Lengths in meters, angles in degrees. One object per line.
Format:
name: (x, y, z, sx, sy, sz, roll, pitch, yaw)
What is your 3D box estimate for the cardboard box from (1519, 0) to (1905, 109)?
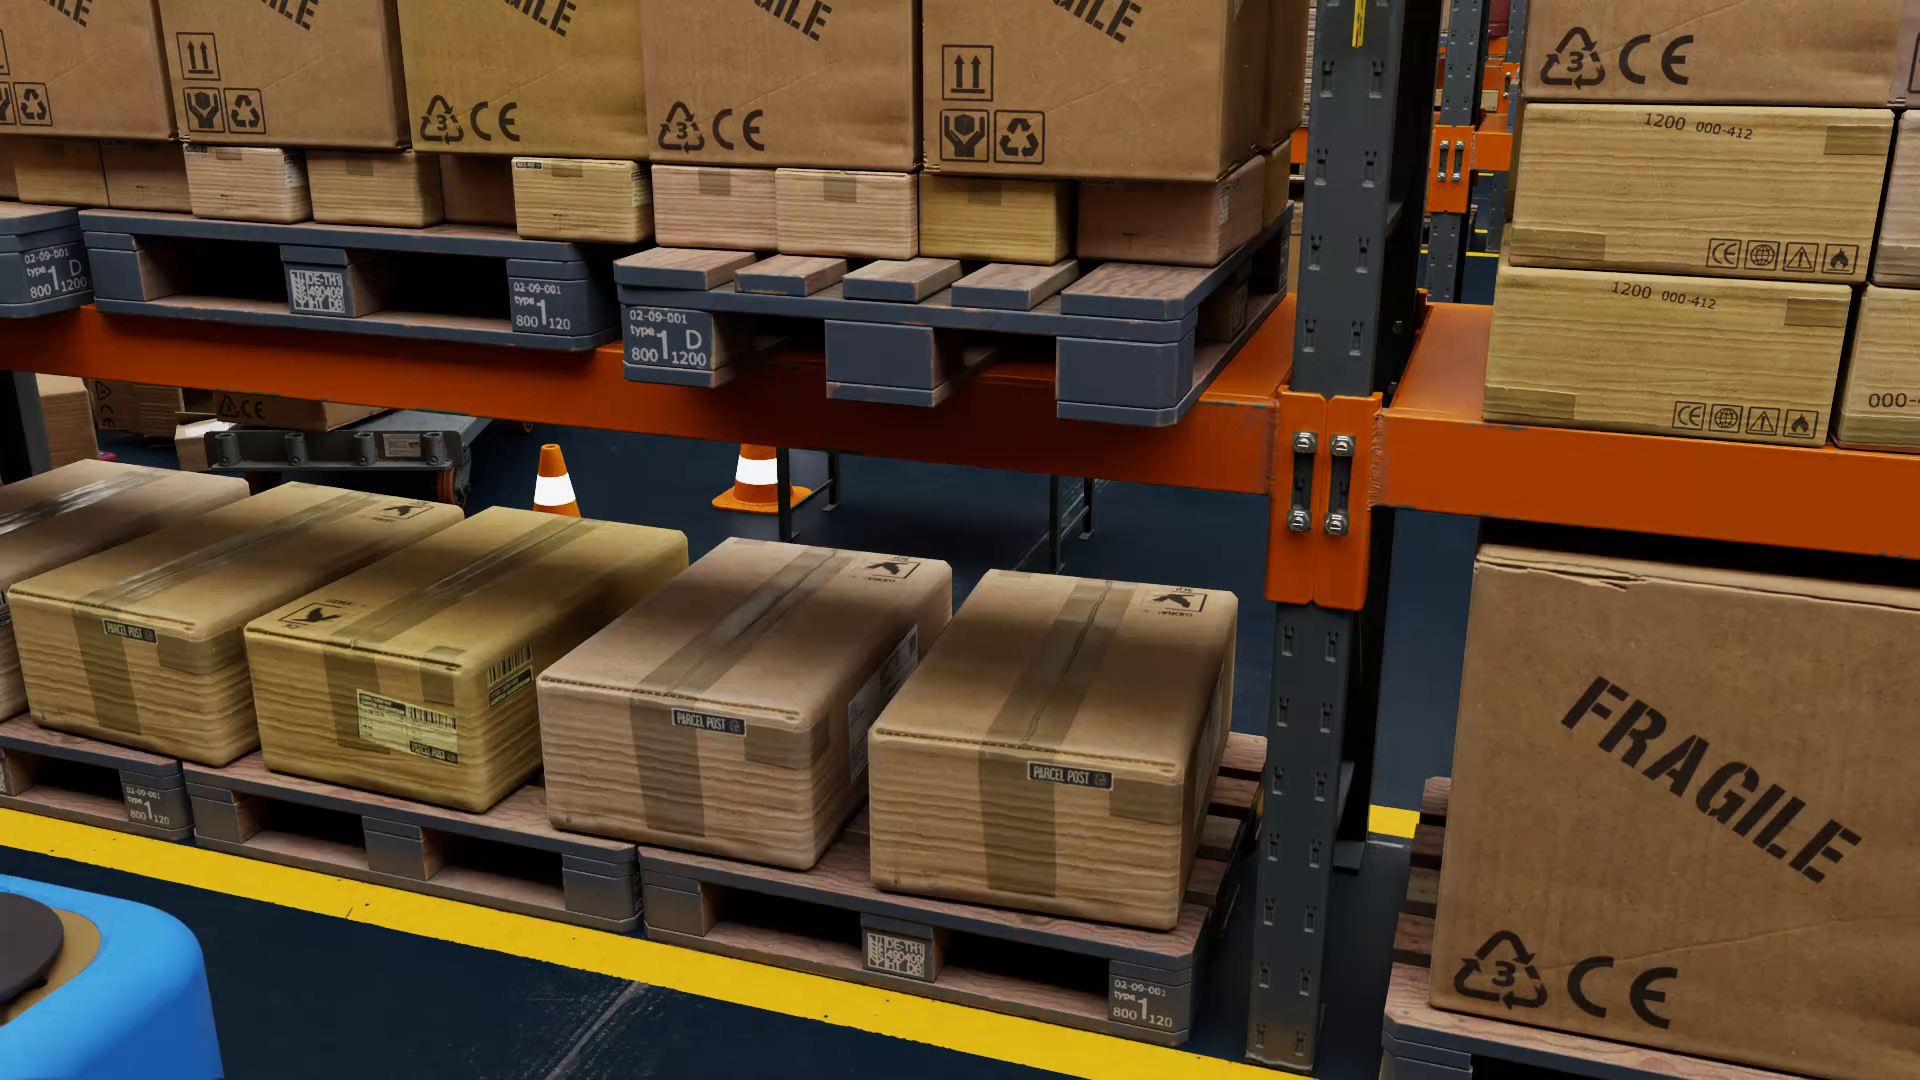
cardboard box: (1.156, -0.950, 2.575, 0.500, 0.500, 0.500, 6, 20, 16)

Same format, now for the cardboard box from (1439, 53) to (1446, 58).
cardboard box: (7.754, -7.443, 26.000, 0.500, 0.500, 0.700, 6, 20, 18)

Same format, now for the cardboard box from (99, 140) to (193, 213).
cardboard box: (-1.601, -0.810, 3.585, 0.250, 0.149, 0.380, 7, 20, 18)

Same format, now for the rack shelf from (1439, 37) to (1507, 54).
rack shelf: (3.759, -5.058, 17.122, 4.000, 0.370, 1.077, 7, 20, 18)

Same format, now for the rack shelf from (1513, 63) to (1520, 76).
rack shelf: (5.912, -3.086, 11.465, 4.000, 0.370, 1.077, 7, 20, 18)

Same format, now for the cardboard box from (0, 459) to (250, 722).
cardboard box: (-2.512, 0.106, 4.569, 0.625, 0.372, 0.950, 7, 20, 19)

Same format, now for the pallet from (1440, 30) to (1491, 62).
pallet: (3.315, -3.595, 12.124, 1.003, 0.211, 1.213, 7, 20, 18)

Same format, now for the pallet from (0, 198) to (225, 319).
pallet: (-2.334, -0.774, 4.031, 1.213, 0.211, 1.003, 7, 20, 18)

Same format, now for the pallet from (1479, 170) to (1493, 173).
pallet: (4.929, -3.961, 17.118, 1.213, 0.211, 1.003, 7, 20, 18)

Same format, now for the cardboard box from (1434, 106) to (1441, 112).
cardboard box: (3.380, -3.086, 12.363, 0.500, 0.250, 0.500, 7, 21, 20)

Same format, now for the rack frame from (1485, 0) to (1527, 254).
rack frame: (4.023, -3.642, 11.966, 0.127, 3.000, 1.000, 7, 20, 18)

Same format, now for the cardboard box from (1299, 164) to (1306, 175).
cardboard box: (2.855, -2.791, 12.656, 0.500, 0.500, 0.700, 5, 20, 14)

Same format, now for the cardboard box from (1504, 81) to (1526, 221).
cardboard box: (1.312, -0.752, 3.146, 0.500, 0.250, 0.500, 6, 20, 18)

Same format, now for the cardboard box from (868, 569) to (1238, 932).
cardboard box: (0.240, 0.418, 3.674, 0.625, 0.372, 0.950, 5, 20, 14)

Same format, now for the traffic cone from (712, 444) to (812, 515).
traffic cone: (-0.775, -0.376, 6.450, 0.334, 0.463, 0.336, 7, 20, 18)

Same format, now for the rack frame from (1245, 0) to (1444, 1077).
rack frame: (0.771, -0.560, 3.127, 0.127, 3.000, 1.000, 7, 20, 18)

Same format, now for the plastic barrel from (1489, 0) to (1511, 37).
plastic barrel: (5.110, -5.202, 16.235, 0.708, 0.536, 0.600, 7, 20, 18)

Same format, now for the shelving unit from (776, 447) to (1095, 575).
shelving unit: (-0.081, -0.717, 5.856, 1.048, 1.500, 0.538, 7, 20, 18)

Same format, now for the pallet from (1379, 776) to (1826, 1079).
pallet: (1.491, 0.865, 3.274, 1.213, 0.211, 1.003, 7, 20, 18)

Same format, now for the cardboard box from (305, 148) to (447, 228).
cardboard box: (-1.106, -0.745, 3.400, 0.250, 0.149, 0.380, 6, 20, 16)

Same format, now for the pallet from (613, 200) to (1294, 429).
pallet: (0.062, -0.514, 3.284, 1.003, 0.211, 1.213, 7, 20, 18)

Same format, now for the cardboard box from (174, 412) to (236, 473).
cardboard box: (-3.073, -0.457, 6.983, 0.396, 0.266, 0.258, -7, 20, -20)

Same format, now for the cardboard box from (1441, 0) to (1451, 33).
cardboard box: (3.500, -3.933, 12.012, 0.500, 0.500, 0.500, 4, 20, 11)

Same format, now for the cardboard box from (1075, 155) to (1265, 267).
cardboard box: (0.384, -0.602, 2.991, 0.250, 0.149, 0.380, 7, 21, 20)

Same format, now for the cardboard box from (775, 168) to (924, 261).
cardboard box: (-0.146, -0.622, 3.047, 0.250, 0.149, 0.380, 6, 20, 18)

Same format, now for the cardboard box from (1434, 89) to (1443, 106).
cardboard box: (6.212, -5.657, 21.287, 0.500, 0.250, 0.500, 6, 20, 17)

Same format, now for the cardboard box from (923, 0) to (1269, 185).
cardboard box: (0.250, -0.909, 2.885, 0.500, 0.500, 0.500, 6, 20, 16)

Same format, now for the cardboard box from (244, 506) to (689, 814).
cardboard box: (-1.174, 0.257, 4.136, 0.625, 0.372, 0.950, 7, 20, 20)

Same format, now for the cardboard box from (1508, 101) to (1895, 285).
cardboard box: (1.168, -0.594, 2.692, 0.500, 0.250, 0.500, 6, 20, 18)

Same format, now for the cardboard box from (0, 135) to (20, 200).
cardboard box: (-2.064, -0.878, 3.781, 0.250, 0.149, 0.380, 8, 21, 22)

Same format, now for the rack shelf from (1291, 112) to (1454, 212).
rack shelf: (0.410, -1.987, 8.312, 4.000, 0.370, 1.077, 7, 20, 18)

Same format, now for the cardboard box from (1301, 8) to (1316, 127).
cardboard box: (1.786, -2.123, 7.457, 0.500, 0.500, 0.500, 7, 20, 18)

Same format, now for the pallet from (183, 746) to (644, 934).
pallet: (-1.116, 0.539, 4.209, 1.213, 0.211, 1.003, 7, 20, 18)

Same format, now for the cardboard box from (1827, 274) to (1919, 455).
cardboard box: (1.641, -0.309, 2.632, 0.500, 0.250, 0.500, 6, 20, 16)

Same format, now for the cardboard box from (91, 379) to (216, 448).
cardboard box: (-3.410, -0.809, 7.426, 0.503, 0.637, 0.797, 7, 20, 18)

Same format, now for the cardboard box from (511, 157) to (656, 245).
cardboard box: (-0.646, -0.677, 3.205, 0.250, 0.149, 0.380, 7, 20, 19)

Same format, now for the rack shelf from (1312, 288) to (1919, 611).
rack shelf: (2.660, -0.005, 2.625, 4.000, 0.370, 1.077, 7, 20, 18)

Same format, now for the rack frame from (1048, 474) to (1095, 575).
rack frame: (0.400, -0.663, 5.698, 0.032, 1.500, 0.500, 7, 20, 18)

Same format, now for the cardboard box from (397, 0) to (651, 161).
cardboard box: (-0.719, -1.016, 3.191, 0.500, 0.500, 0.500, 5, 20, 14)

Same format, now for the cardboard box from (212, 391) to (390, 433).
cardboard box: (-2.452, -0.726, 6.250, 0.500, 0.500, 0.500, 7, 20, 18)

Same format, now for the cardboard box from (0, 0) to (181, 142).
cardboard box: (-1.723, -1.127, 3.511, 0.500, 0.500, 0.500, 6, 20, 18)
